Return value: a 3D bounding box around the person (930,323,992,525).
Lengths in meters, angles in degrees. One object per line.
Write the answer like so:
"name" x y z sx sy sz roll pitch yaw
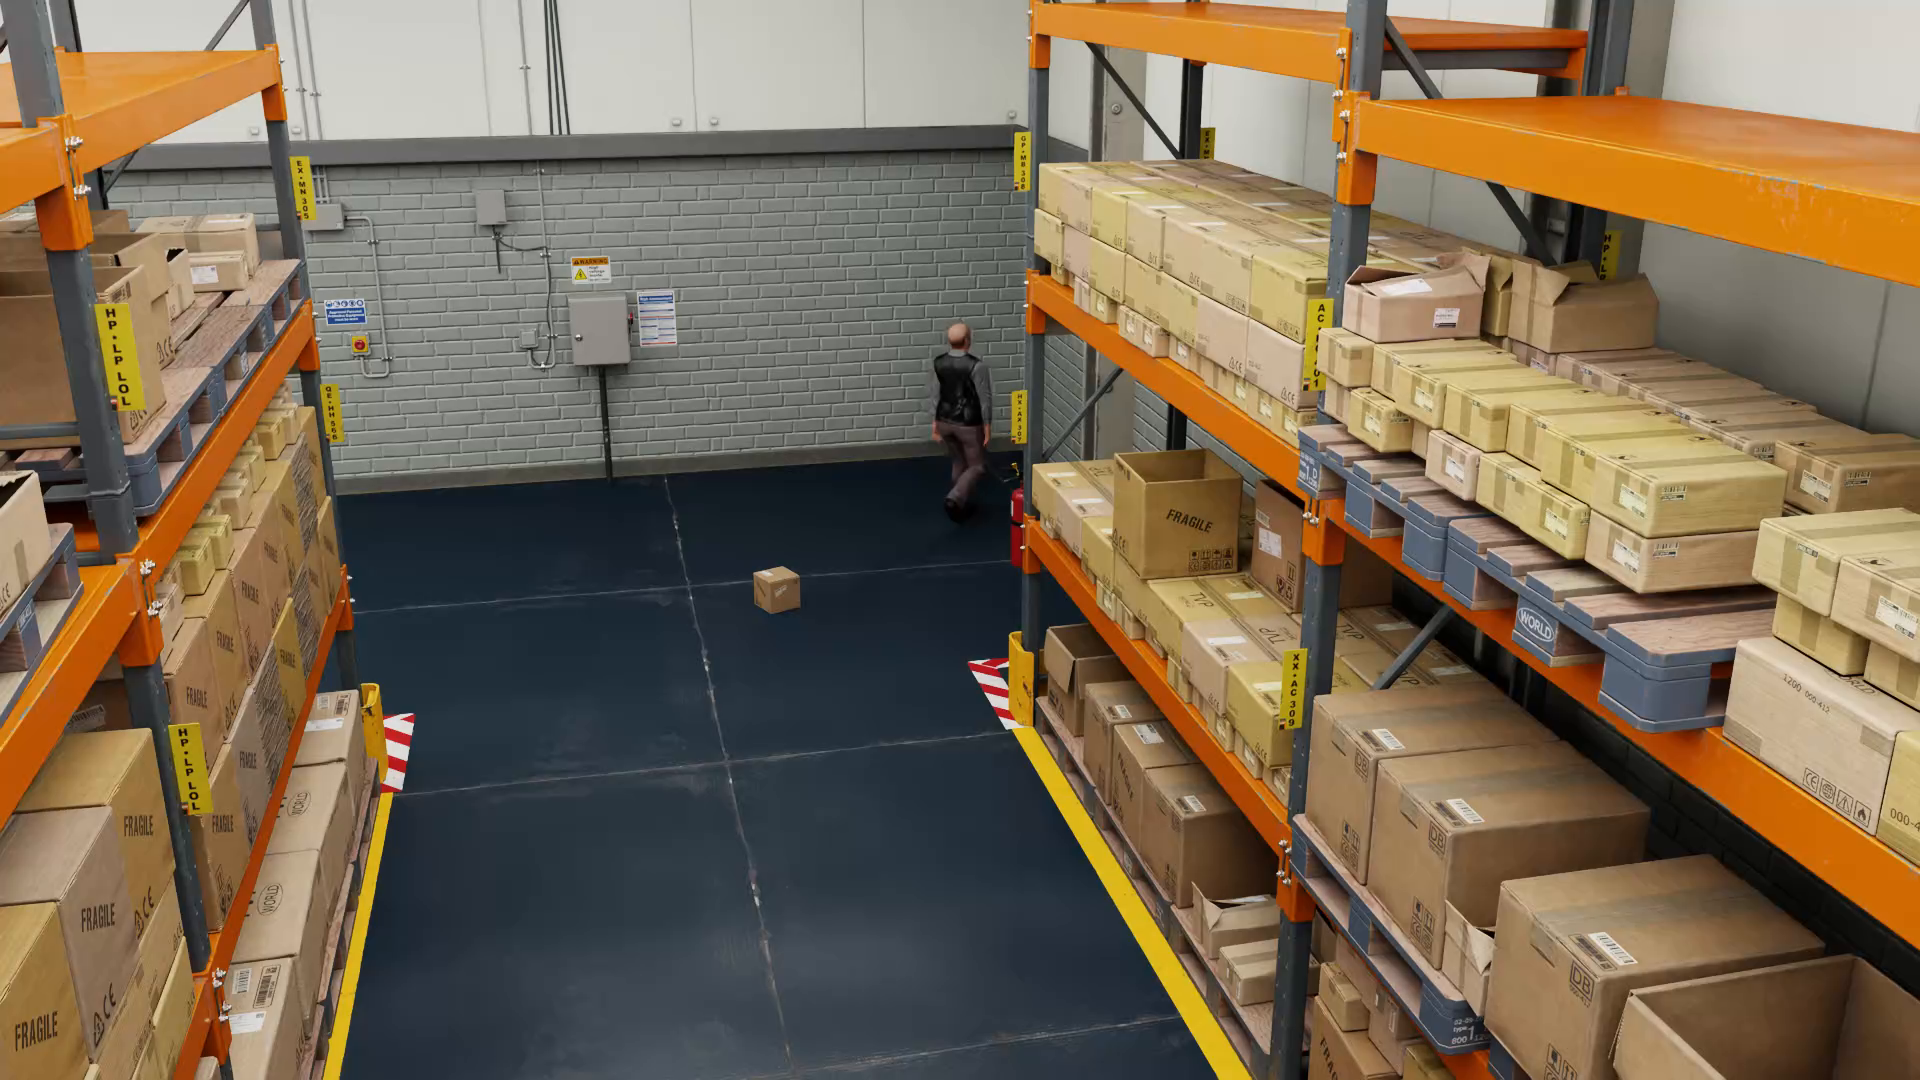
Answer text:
"person" 0.009 -0.950 13.773 0.543 1.701 0.763 11 22 27
